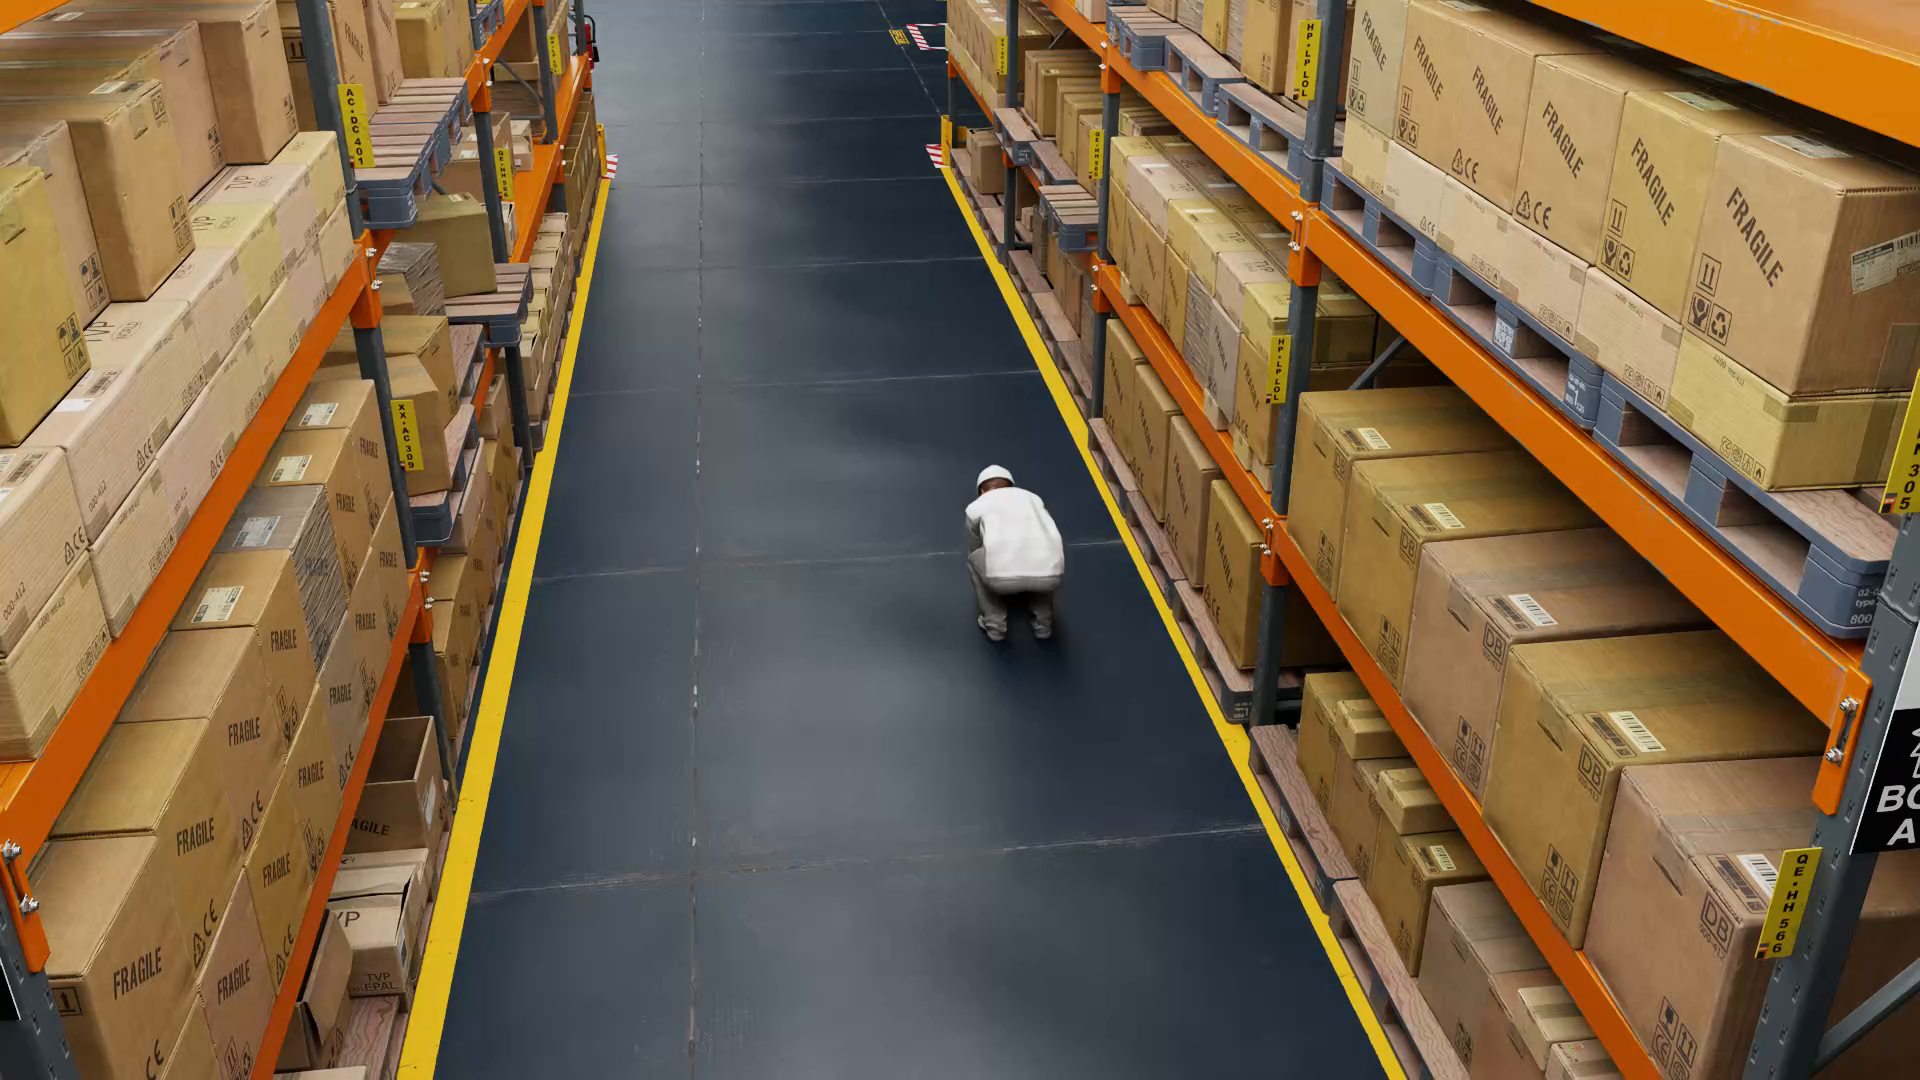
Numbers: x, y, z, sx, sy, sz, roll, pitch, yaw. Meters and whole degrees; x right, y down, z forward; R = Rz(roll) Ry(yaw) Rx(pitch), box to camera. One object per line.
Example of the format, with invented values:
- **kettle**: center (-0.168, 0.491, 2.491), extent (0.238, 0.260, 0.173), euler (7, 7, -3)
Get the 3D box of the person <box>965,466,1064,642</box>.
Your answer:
- **person**: center (0.297, 0.101, 9.540), extent (0.512, 0.799, 0.981), euler (-4, 27, -7)
